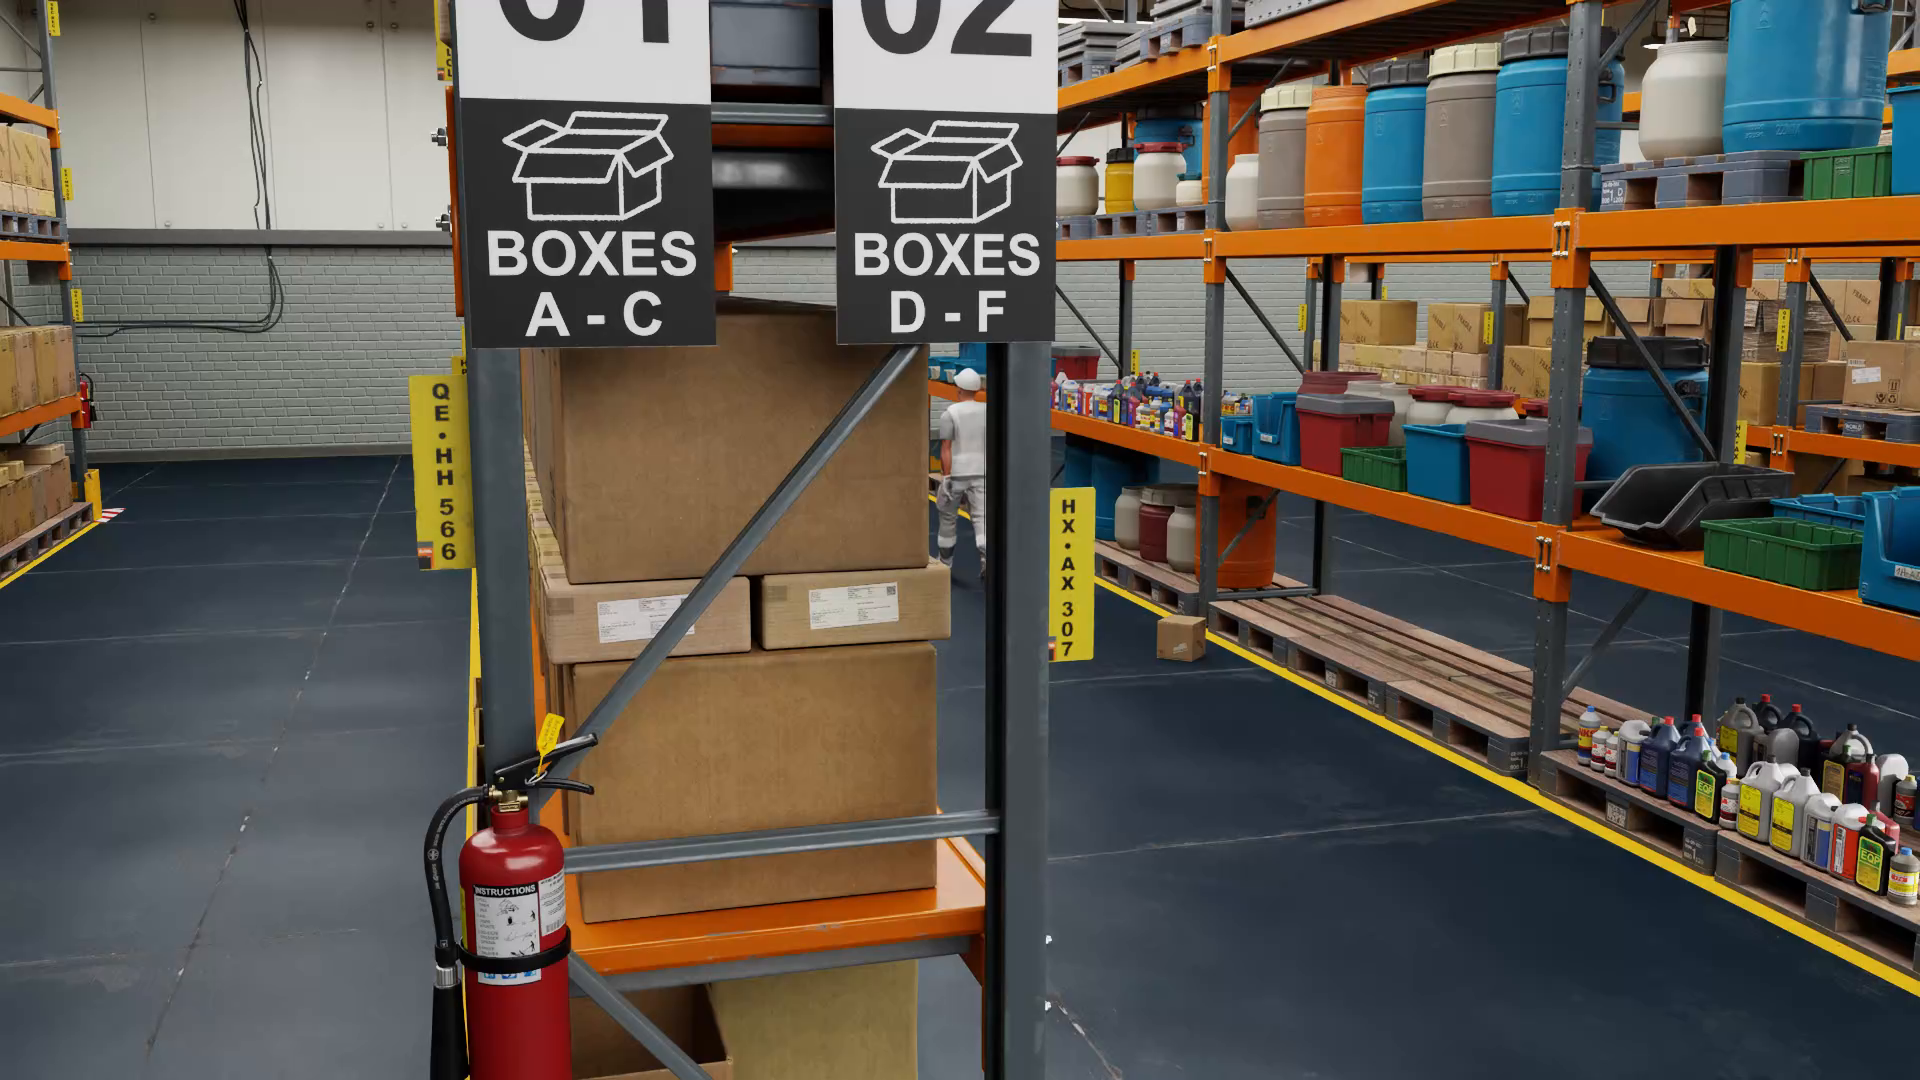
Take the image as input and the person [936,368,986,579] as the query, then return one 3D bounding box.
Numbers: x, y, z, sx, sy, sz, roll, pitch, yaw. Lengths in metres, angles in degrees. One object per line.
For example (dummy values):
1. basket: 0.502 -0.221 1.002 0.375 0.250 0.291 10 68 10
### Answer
1. person: 0.050 -0.542 13.683 0.533 1.747 1.028 -3 9 -16
